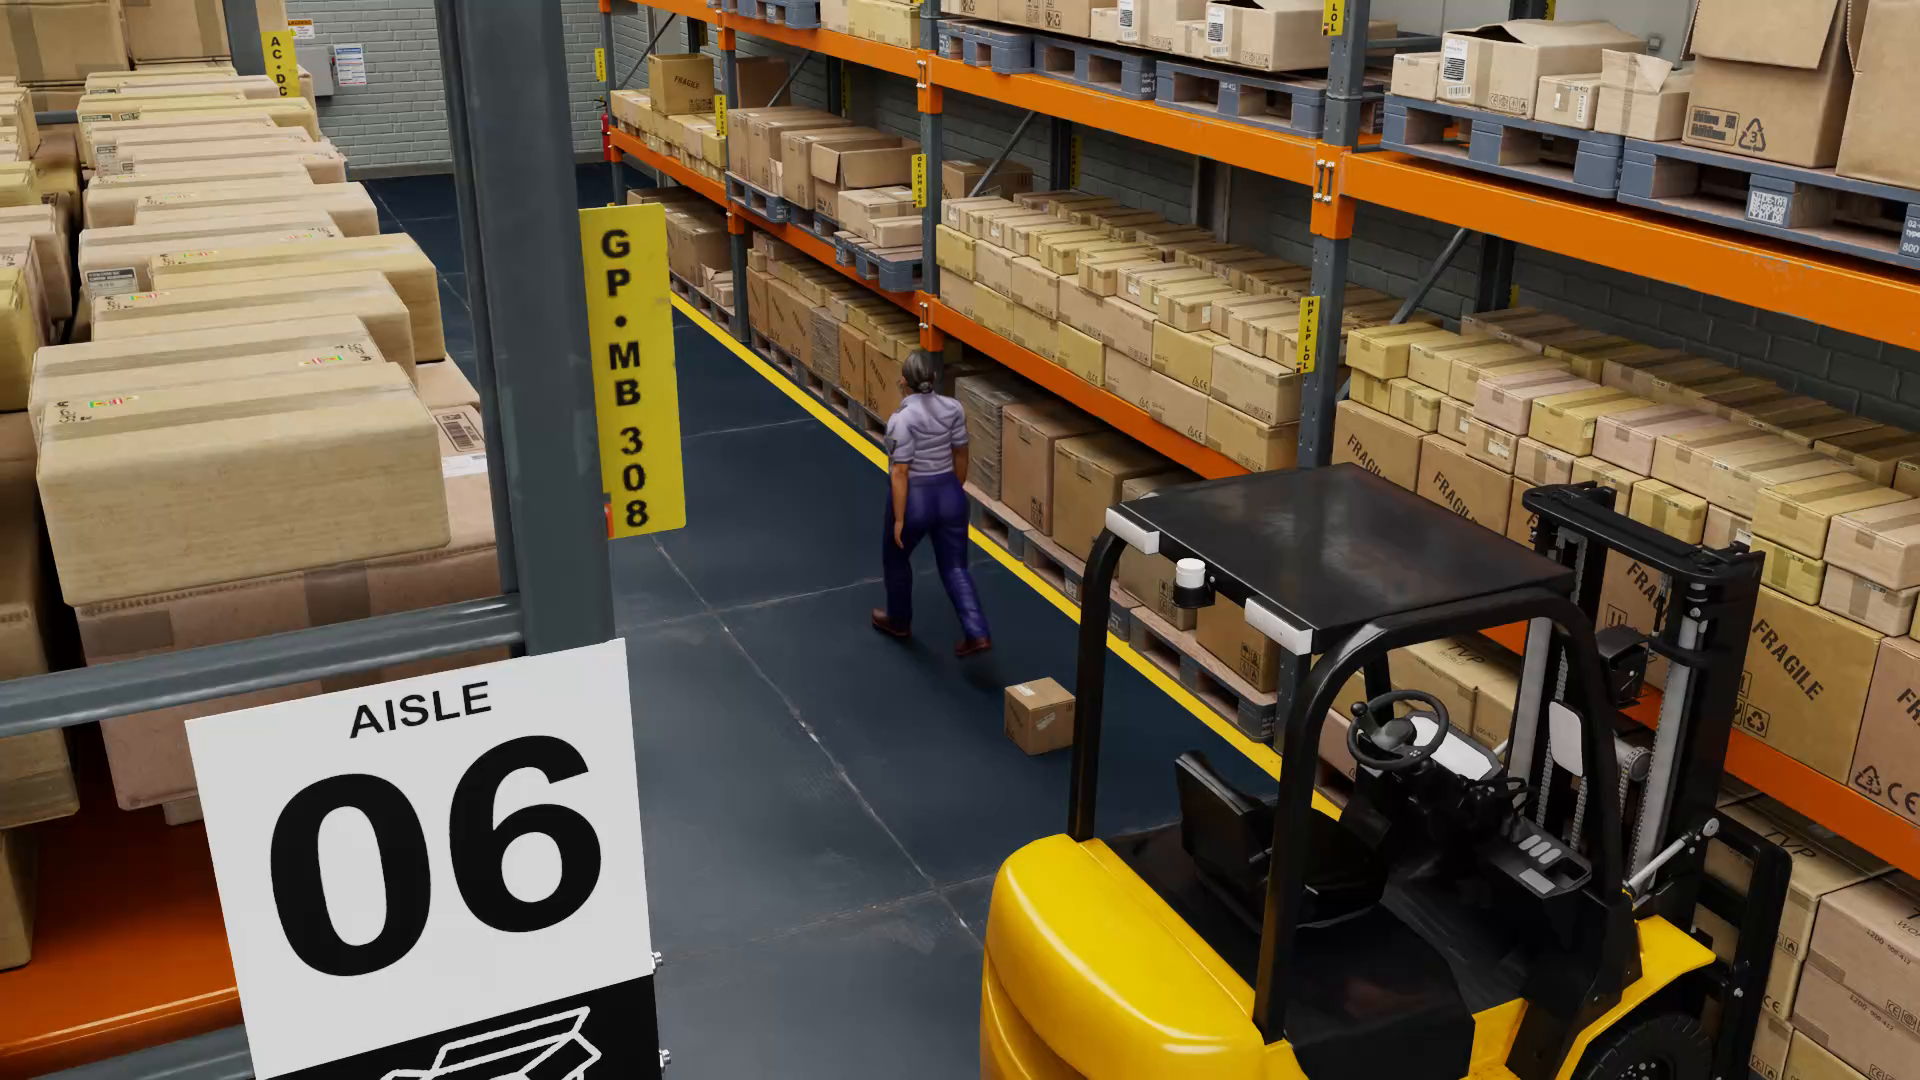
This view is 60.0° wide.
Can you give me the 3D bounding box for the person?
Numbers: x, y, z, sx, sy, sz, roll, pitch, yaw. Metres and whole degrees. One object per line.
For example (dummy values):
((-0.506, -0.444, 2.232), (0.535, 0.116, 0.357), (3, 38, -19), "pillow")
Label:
((-0.138, -0.172, 8.530), (0.489, 1.603, 0.957), (-12, 25, -27), "person")
